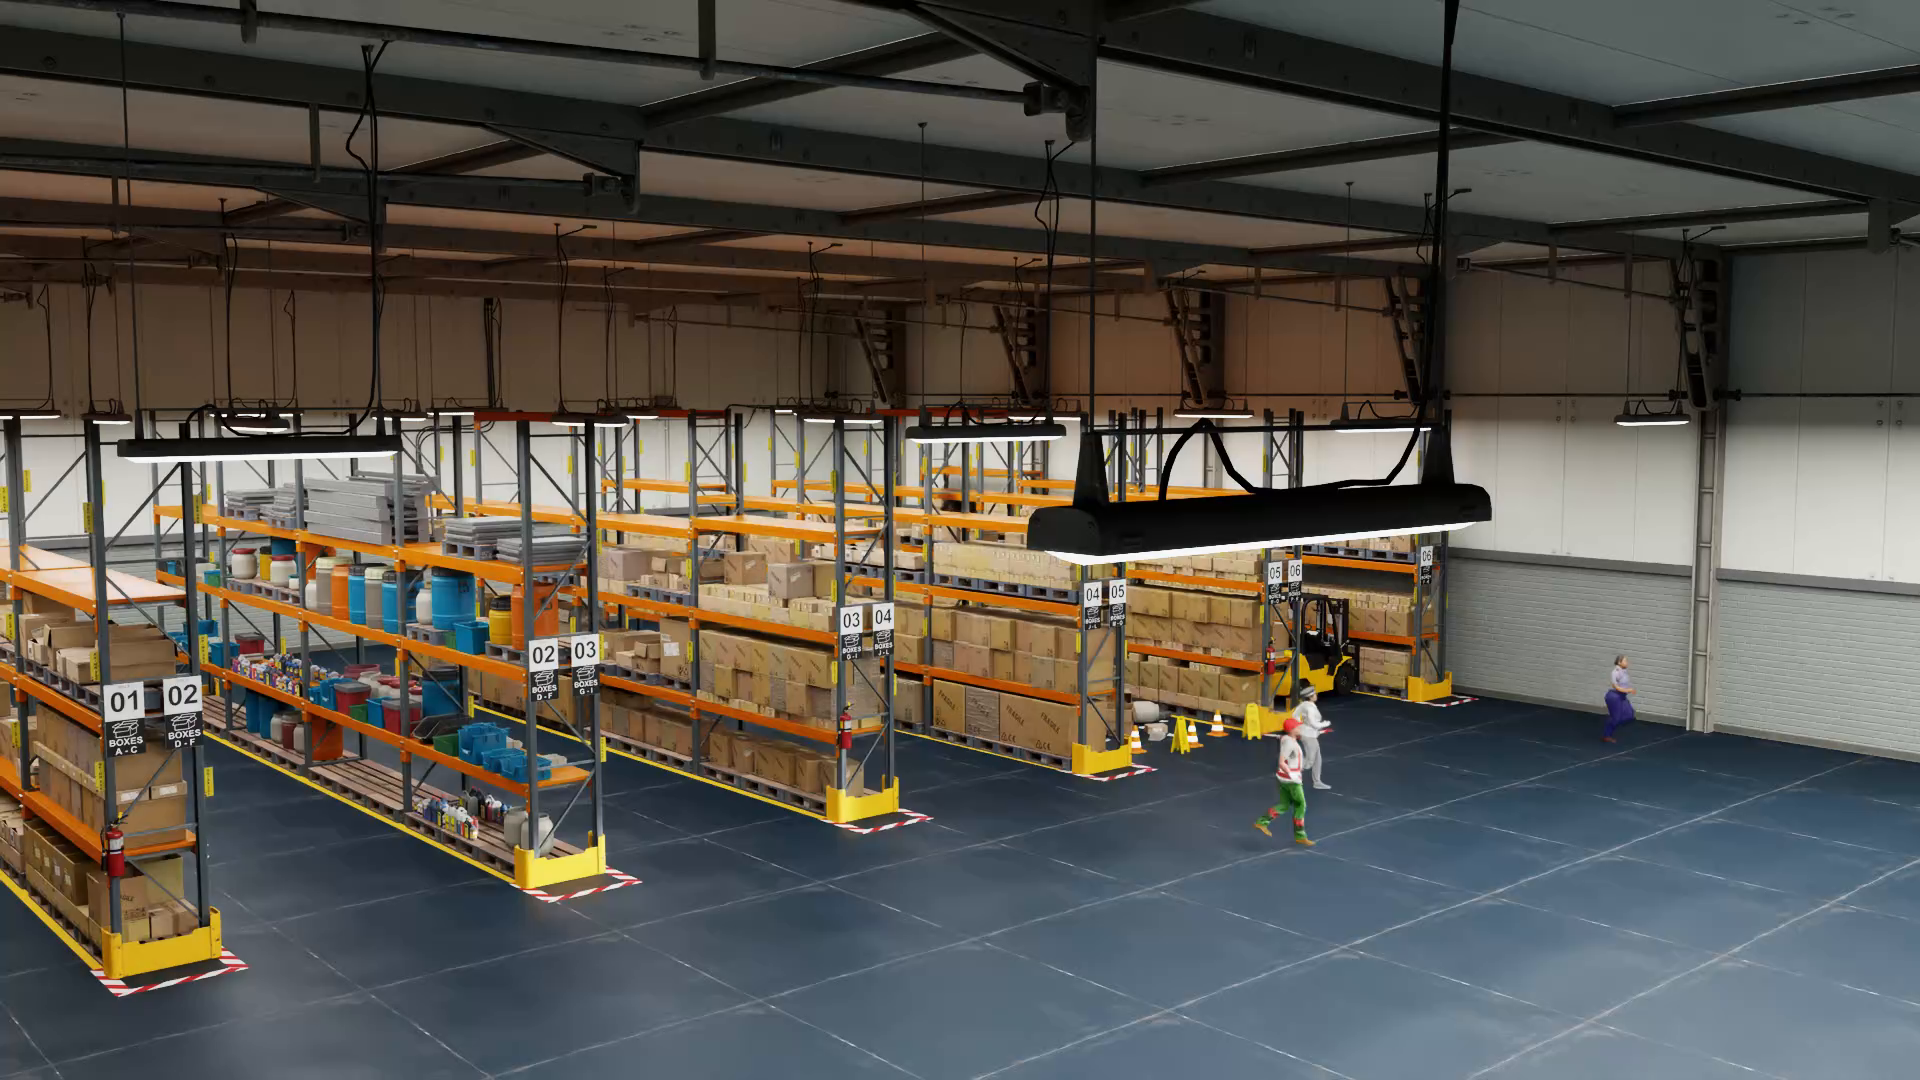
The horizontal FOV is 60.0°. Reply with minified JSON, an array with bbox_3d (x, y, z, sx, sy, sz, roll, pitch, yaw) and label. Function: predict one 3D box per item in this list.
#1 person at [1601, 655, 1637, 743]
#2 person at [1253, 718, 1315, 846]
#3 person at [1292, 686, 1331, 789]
[{"bbox_3d":[11.976,2.882,30.176,0.603,1.614,0.587,5,7,42],"label":"person"},{"bbox_3d":[4.564,3.380,23.337,0.861,1.802,0.643,0,5,0],"label":"person"},{"bbox_3d":[5.532,3.153,26.549,0.813,1.676,0.623,0,5,-3],"label":"person"}]
